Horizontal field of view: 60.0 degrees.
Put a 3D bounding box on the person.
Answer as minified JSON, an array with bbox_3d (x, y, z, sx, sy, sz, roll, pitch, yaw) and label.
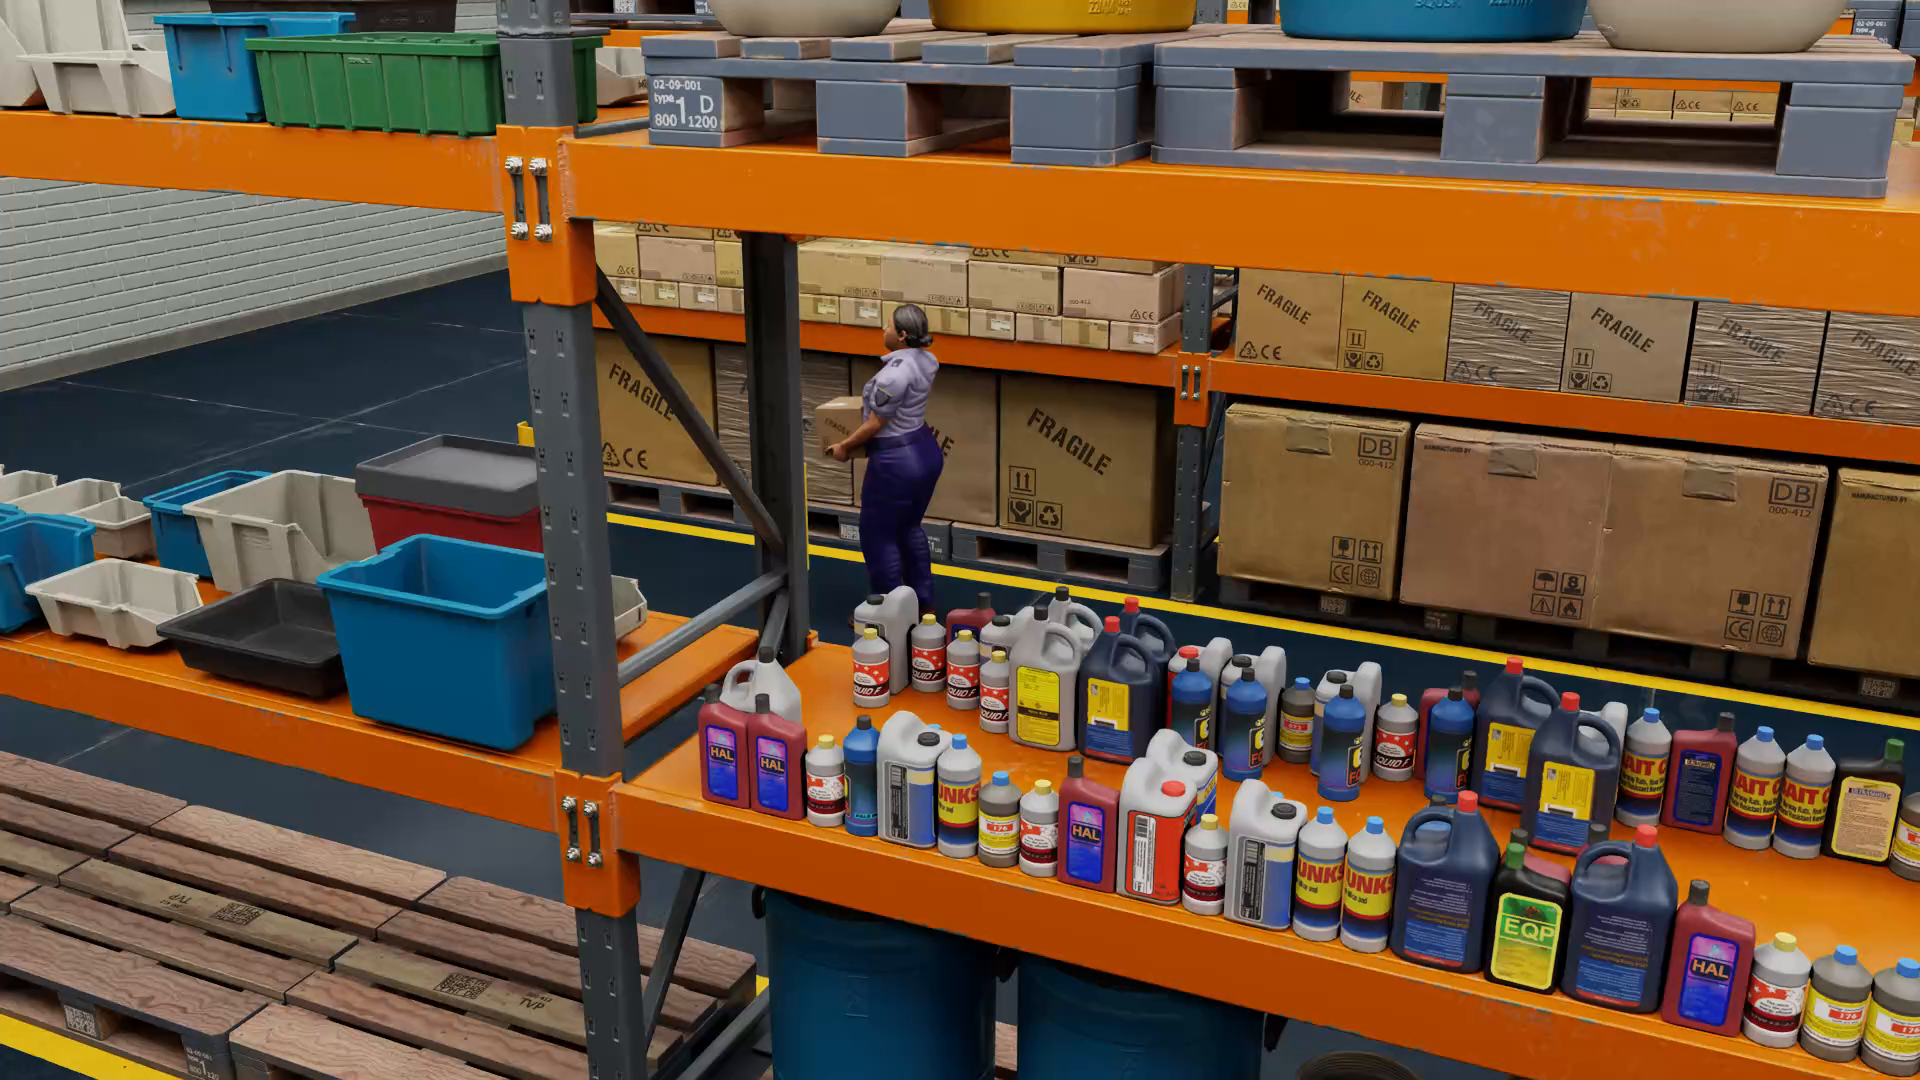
[{"bbox_3d":[-0.363,-0.366,8.139,0.511,1.647,0.471,8,21,23],"label":"person"}]
